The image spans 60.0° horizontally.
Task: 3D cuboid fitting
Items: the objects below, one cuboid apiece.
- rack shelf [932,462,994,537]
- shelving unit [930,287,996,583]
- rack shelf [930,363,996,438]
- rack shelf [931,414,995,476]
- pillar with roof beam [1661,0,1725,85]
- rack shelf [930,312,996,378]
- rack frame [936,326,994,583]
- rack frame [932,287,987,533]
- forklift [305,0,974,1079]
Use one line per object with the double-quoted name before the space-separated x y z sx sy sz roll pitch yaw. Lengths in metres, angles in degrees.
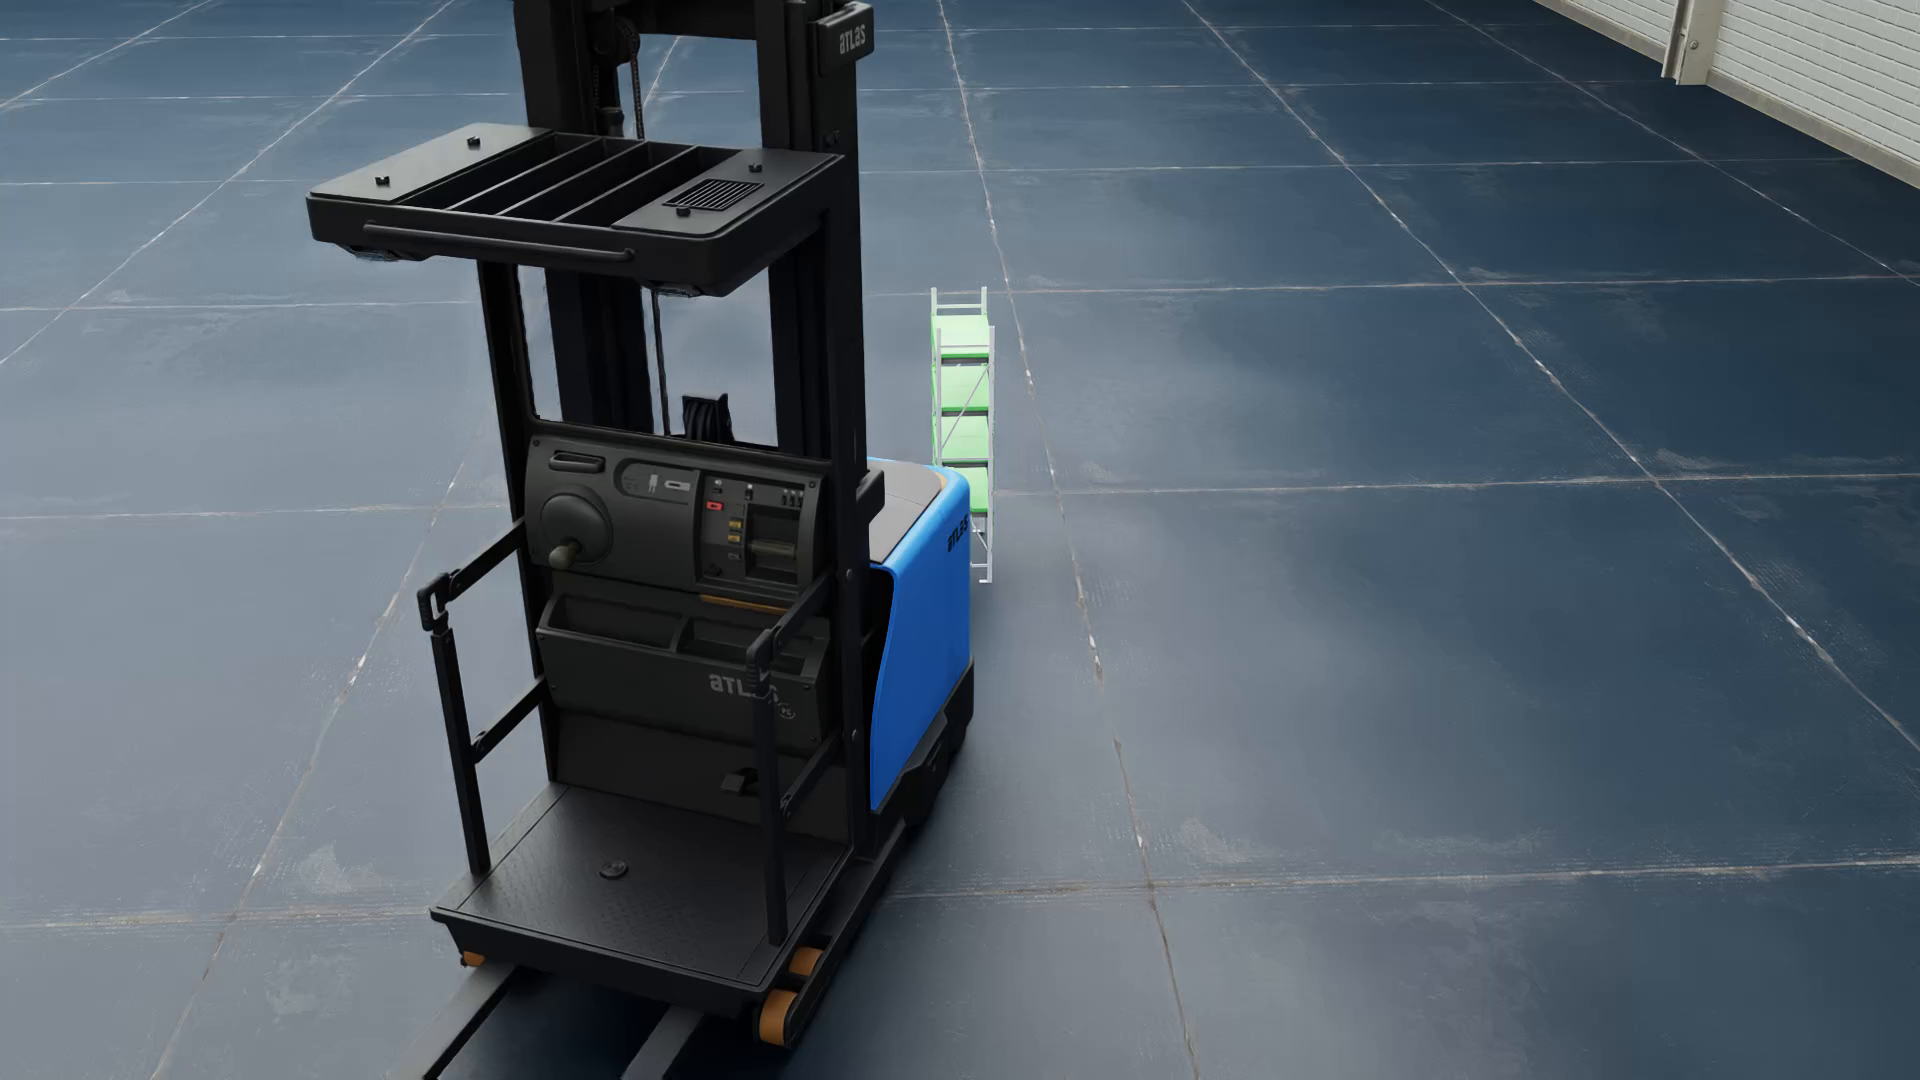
"rack shelf" 0.009 -0.186 7.466 0.258 0.148 0.480 -1 28 -3
"shelving unit" 0.009 -0.456 7.326 0.258 1.200 0.503 -1 28 -3
"rack shelf" 0.009 -0.612 7.245 0.258 0.148 0.480 -1 28 -3
"rack shelf" 0.009 -0.399 7.356 0.258 0.148 0.480 -1 28 -3
"pillar with roof beam" 2.885 -8.444 14.210 9.100 9.000 0.400 -1 28 -3
"rack shelf" 0.009 -0.824 7.134 0.258 0.148 0.480 -1 28 -3
"rack frame" 0.021 -0.343 7.110 0.240 1.200 0.015 -1 28 -3
"rack frame" -0.004 -0.568 7.542 0.240 1.200 0.015 -1 28 -3
"forklift" -0.904 -0.023 4.624 1.130 2.935 3.031 9 29 17
